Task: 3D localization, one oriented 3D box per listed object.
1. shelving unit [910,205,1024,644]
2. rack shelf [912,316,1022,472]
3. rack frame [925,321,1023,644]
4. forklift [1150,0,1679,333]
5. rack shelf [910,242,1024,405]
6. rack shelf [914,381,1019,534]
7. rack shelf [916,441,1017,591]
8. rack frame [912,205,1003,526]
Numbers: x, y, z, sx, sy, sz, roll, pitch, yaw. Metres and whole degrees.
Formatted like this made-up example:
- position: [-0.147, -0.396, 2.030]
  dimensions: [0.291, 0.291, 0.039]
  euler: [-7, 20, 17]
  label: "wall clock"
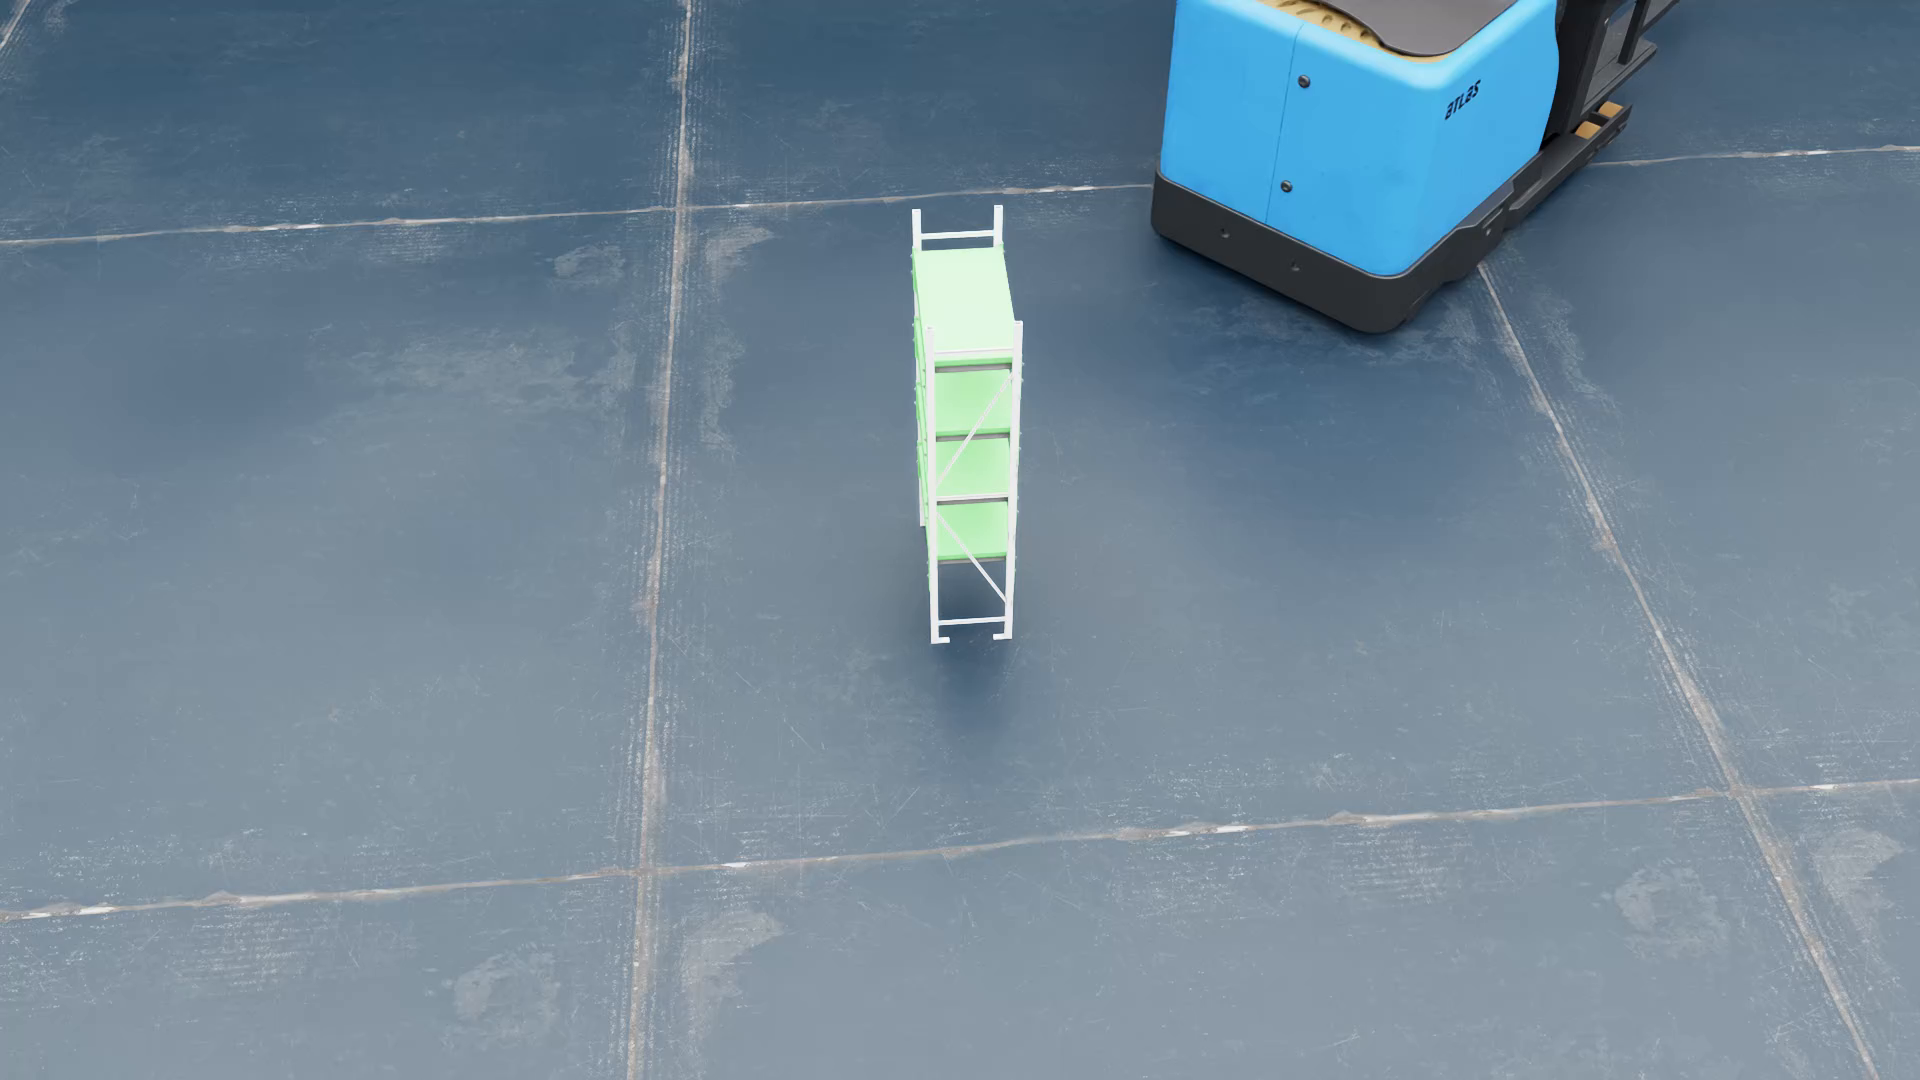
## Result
- position: [0.014, -0.293, 4.701]
  dimensions: [0.258, 1.200, 0.503]
  euler: [-3, 47, -3]
  label: "shelving unit"
- position: [0.014, -0.414, 4.573]
  dimensions: [0.258, 0.148, 0.480]
  euler: [-3, 47, -3]
  label: "rack shelf"
- position: [0.034, -0.116, 4.534]
  dimensions: [0.240, 1.200, 0.015]
  euler: [-3, 47, -3]
  label: "rack frame"
- position: [2.066, -2.732, 5.818]
  dimensions: [1.130, 2.935, 3.031]
  euler: [32, 54, 27]
  label: "forklift"
- position: [0.014, -0.579, 4.399]
  dimensions: [0.258, 0.148, 0.480]
  euler: [-3, 47, -3]
  label: "rack shelf"
- position: [0.014, -0.249, 4.747]
  dimensions: [0.258, 0.148, 0.480]
  euler: [-3, 47, -3]
  label: "rack shelf"
- position: [0.014, -0.084, 4.922]
  dimensions: [0.258, 0.148, 0.480]
  euler: [-3, 47, -3]
  label: "rack shelf"
- position: [-0.007, -0.469, 4.868]
  dimensions: [0.240, 1.200, 0.015]
  euler: [-3, 47, -3]
  label: "rack frame"
